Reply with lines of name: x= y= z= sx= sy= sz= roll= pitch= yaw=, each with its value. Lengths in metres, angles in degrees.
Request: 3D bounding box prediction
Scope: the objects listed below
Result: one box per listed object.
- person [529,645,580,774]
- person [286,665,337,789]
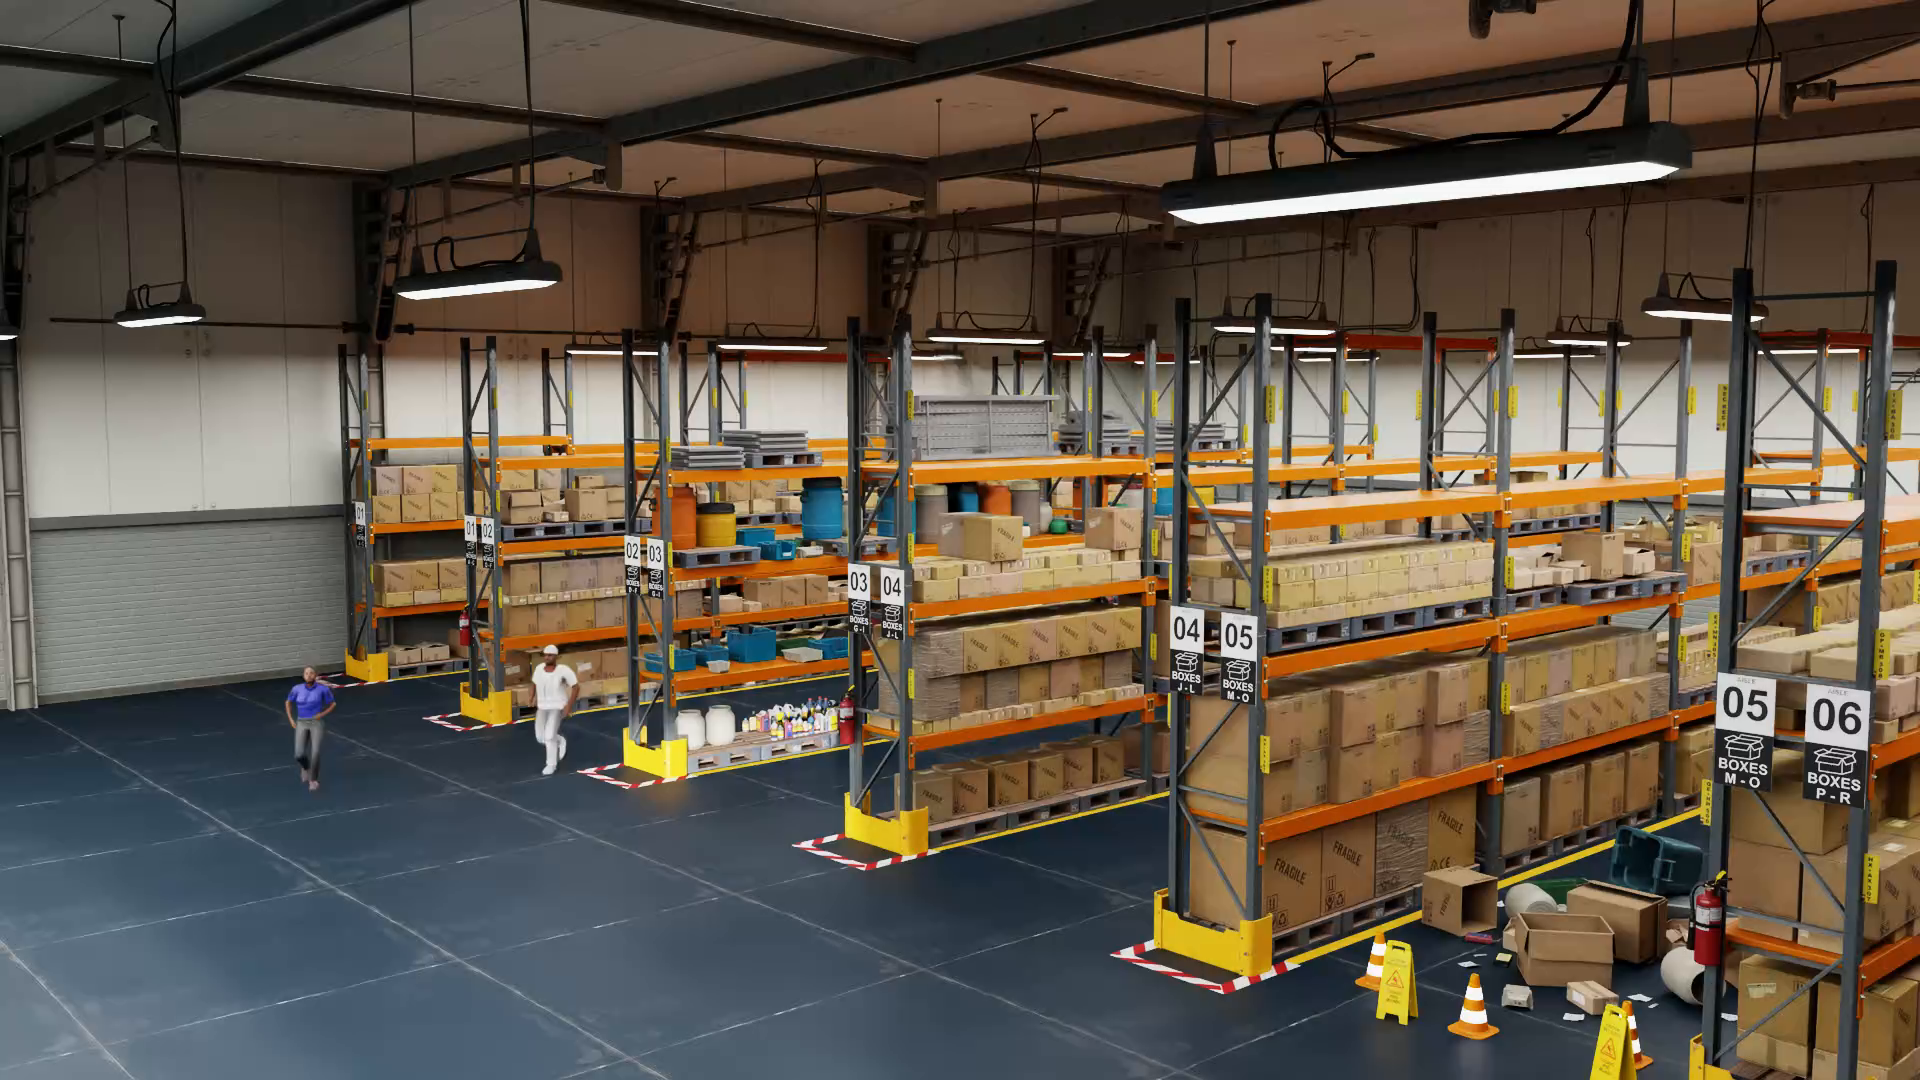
person: x=-5.550 y=2.284 z=22.676 sx=0.737 sy=1.735 sz=0.606 roll=2 pitch=5 yaw=21
person: x=-8.408 y=2.431 z=21.525 sx=0.636 sy=1.613 sz=0.500 roll=-1 pitch=5 yaw=-12
